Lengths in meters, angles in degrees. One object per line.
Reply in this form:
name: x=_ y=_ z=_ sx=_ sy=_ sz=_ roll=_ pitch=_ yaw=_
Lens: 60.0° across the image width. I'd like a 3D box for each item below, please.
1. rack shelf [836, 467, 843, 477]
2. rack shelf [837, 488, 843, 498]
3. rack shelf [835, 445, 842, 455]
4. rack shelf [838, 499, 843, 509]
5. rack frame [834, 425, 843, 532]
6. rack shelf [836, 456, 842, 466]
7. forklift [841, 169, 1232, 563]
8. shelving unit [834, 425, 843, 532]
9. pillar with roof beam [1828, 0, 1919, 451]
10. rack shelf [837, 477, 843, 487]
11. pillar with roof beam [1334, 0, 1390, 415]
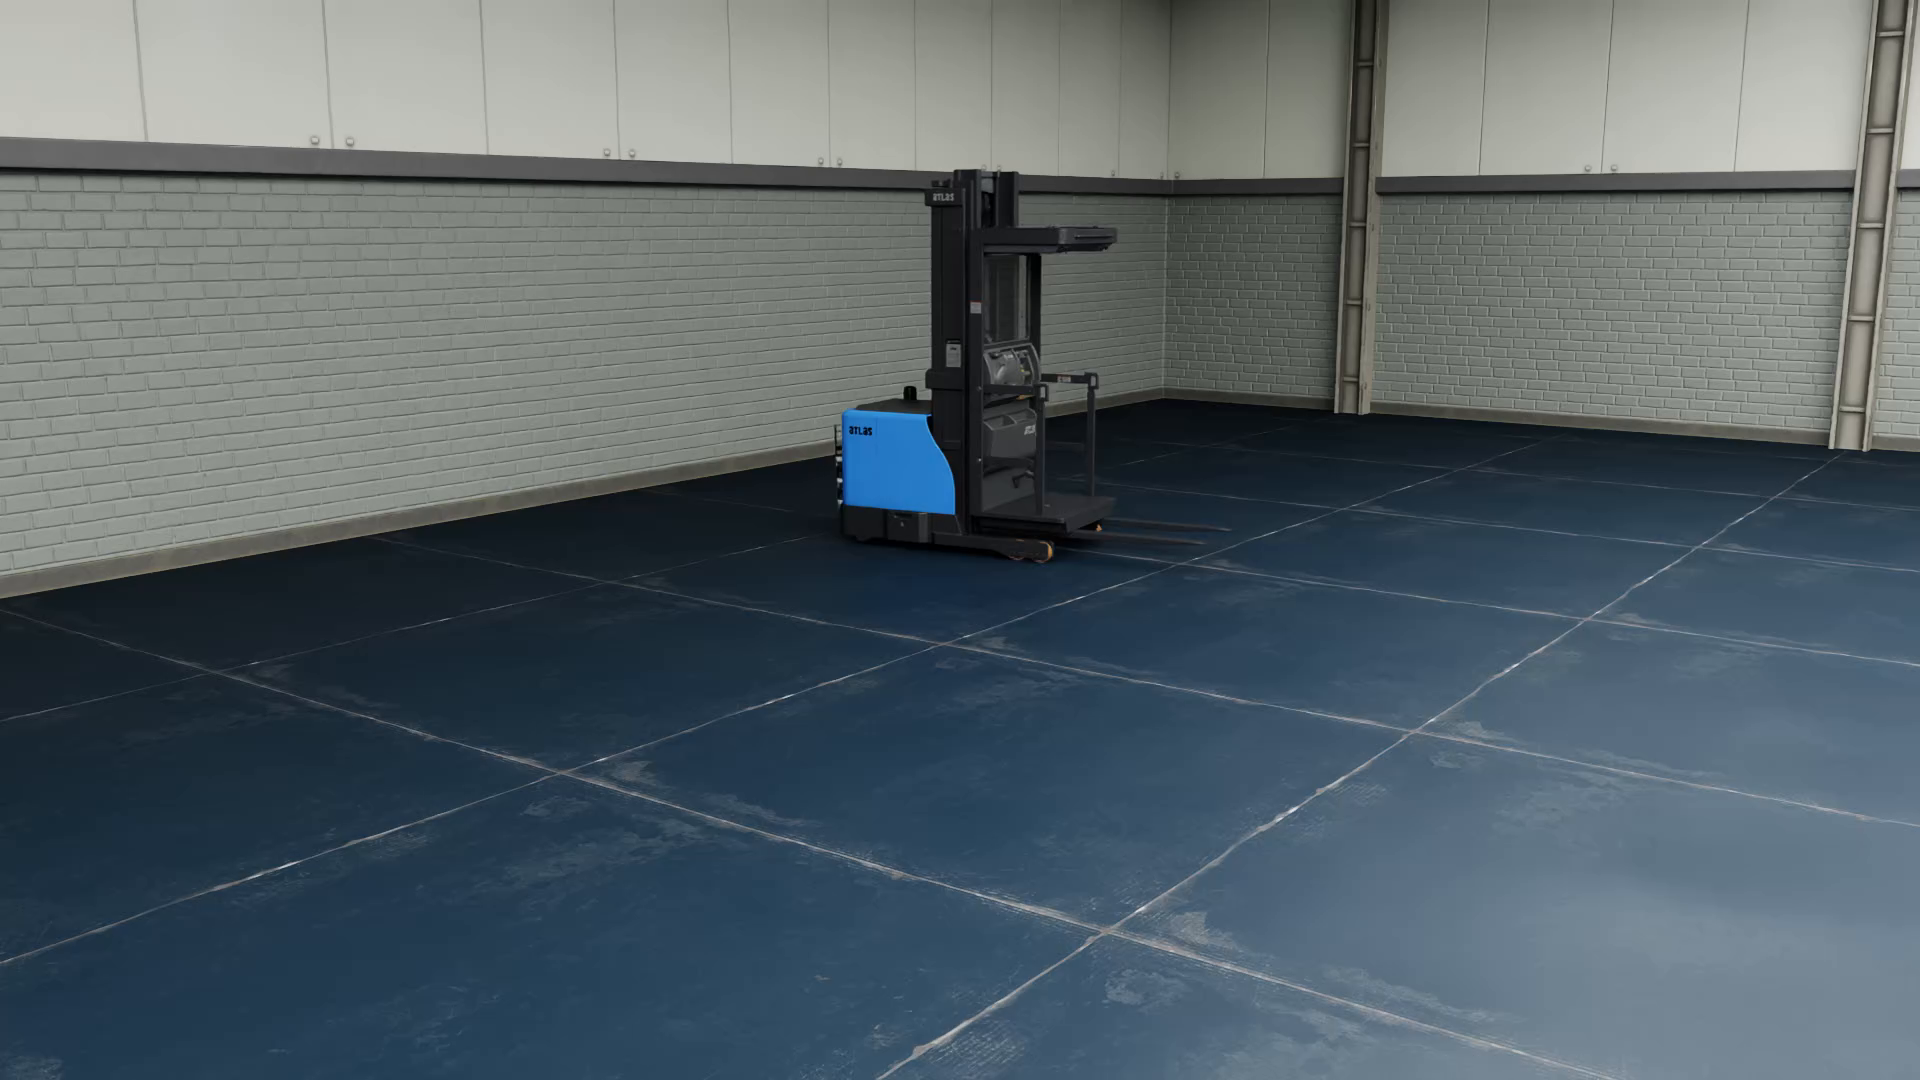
rack shelf: x=-0.878 y=-0.579 z=13.838 sx=0.200 sy=0.077 sz=0.258 roll=3 pitch=11 yaw=26
rack shelf: x=-0.872 y=-0.402 z=13.869 sx=0.200 sy=0.077 sz=0.258 roll=3 pitch=11 yaw=26
rack shelf: x=-0.884 y=-0.757 z=13.807 sx=0.200 sy=0.077 sz=0.258 roll=3 pitch=11 yaw=26
rack shelf: x=-0.869 y=-0.314 z=13.885 sx=0.200 sy=0.077 sz=0.258 roll=3 pitch=11 yaw=26
rack frame: x=-0.968 y=-0.528 z=13.892 sx=0.006 sy=0.900 sz=0.240 roll=3 pitch=11 yaw=26
rack shelf: x=-0.881 y=-0.668 z=13.822 sx=0.200 sy=0.077 sz=0.258 roll=3 pitch=11 yaw=26
forklift: x=0.592 y=-1.377 z=12.933 sx=3.031 sy=2.935 sz=1.130 roll=5 pitch=12 yaw=26
shelving unit: x=-0.876 y=-0.524 z=13.848 sx=0.210 sy=0.900 sz=0.258 roll=3 pitch=11 yaw=26
pillar with roof beam: x=7.568 y=-4.799 z=14.644 sx=0.400 sy=9.000 sz=9.100 roll=8 pitch=13 yaw=36
rack shelf: x=-0.875 y=-0.491 z=13.854 sx=0.200 sy=0.077 sz=0.258 roll=3 pitch=11 yaw=26
pillar with roof beam: x=2.732 y=-5.474 z=18.131 sx=0.400 sy=9.000 sz=9.100 roll=8 pitch=13 yaw=36
